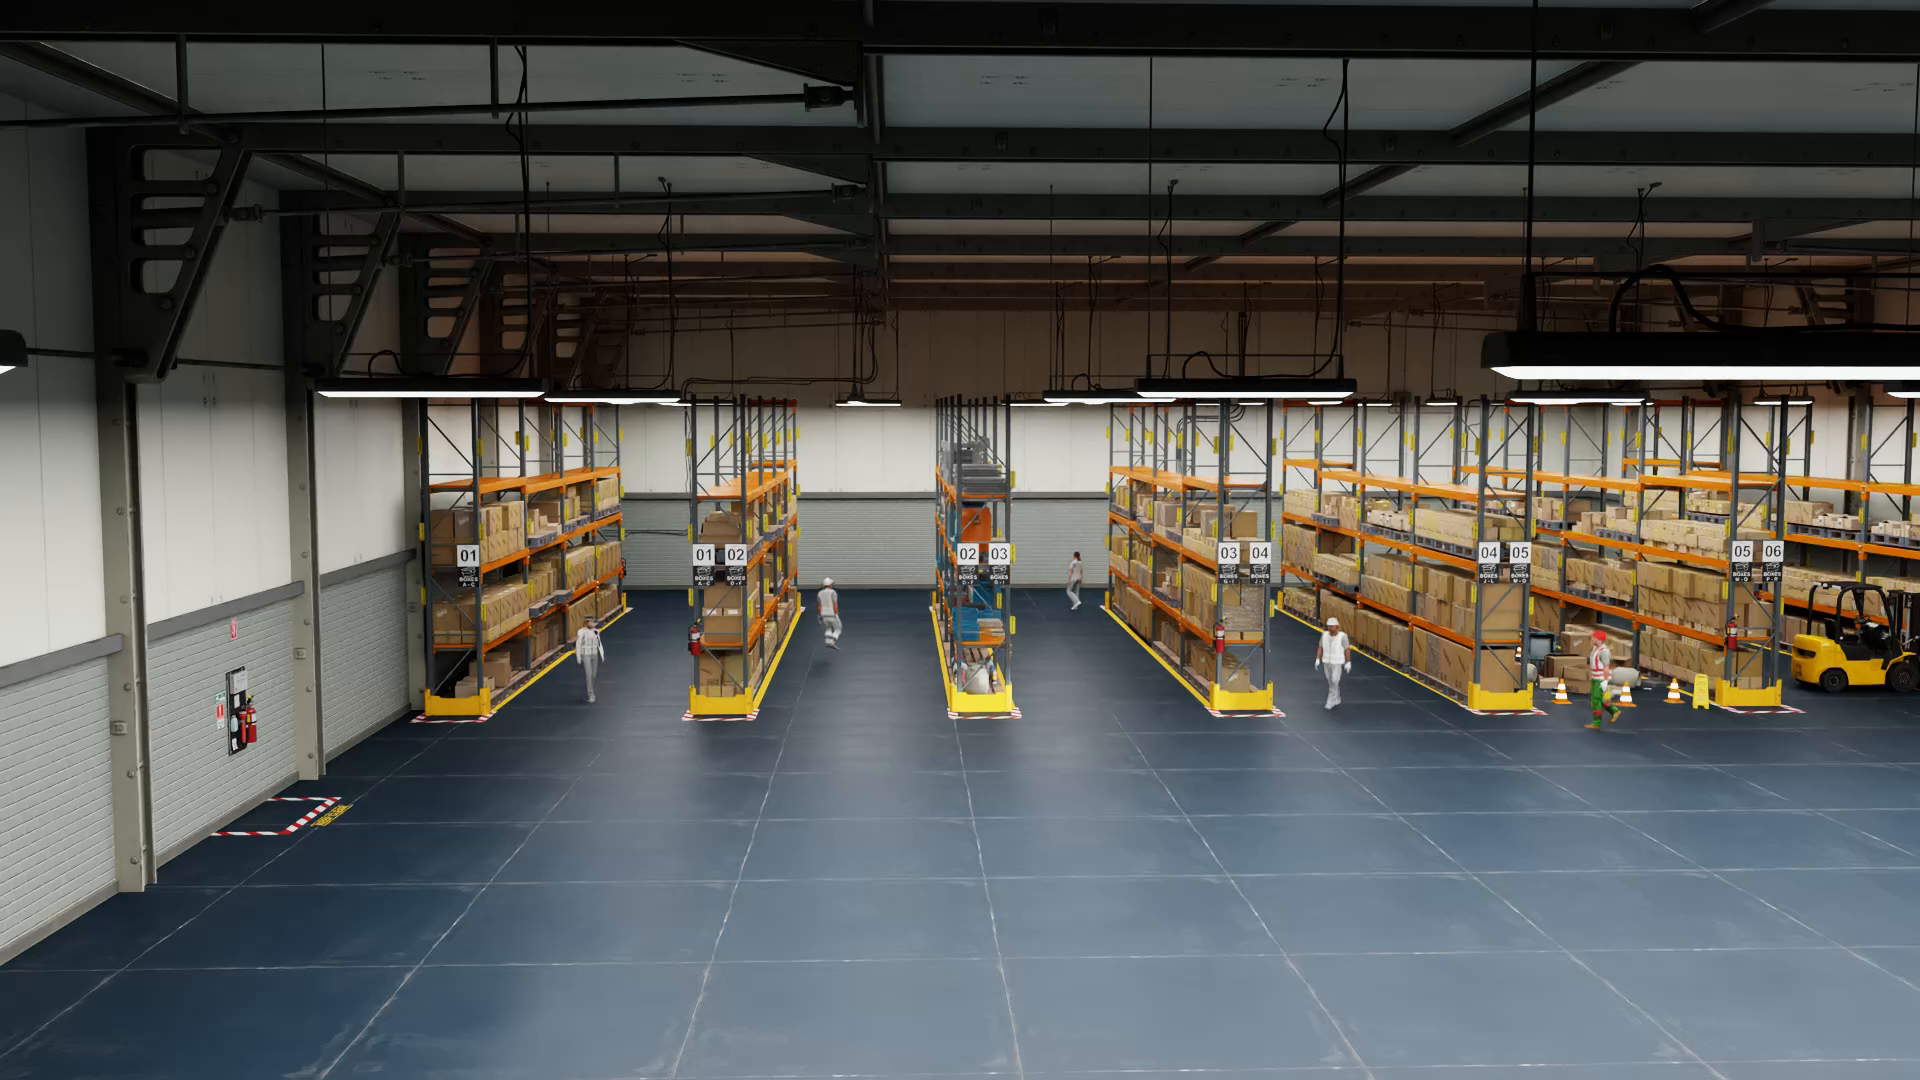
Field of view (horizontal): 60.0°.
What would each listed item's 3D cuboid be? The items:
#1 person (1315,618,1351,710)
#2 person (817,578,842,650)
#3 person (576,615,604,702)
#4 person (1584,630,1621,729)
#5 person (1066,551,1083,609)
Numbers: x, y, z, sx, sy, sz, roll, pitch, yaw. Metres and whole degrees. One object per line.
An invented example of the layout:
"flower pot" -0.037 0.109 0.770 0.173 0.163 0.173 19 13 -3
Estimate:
"person" 7.068 2.339 31.699 0.586 1.722 1.028 4 6 41
"person" -3.012 1.692 38.118 0.574 1.652 0.595 1 5 15
"person" -7.252 2.330 32.805 0.511 1.699 0.628 -4 6 -44
"person" 11.512 2.491 29.717 0.730 1.777 0.546 0 4 -1
"person" 3.304 1.156 47.377 0.498 1.675 0.547 -3 6 -36
